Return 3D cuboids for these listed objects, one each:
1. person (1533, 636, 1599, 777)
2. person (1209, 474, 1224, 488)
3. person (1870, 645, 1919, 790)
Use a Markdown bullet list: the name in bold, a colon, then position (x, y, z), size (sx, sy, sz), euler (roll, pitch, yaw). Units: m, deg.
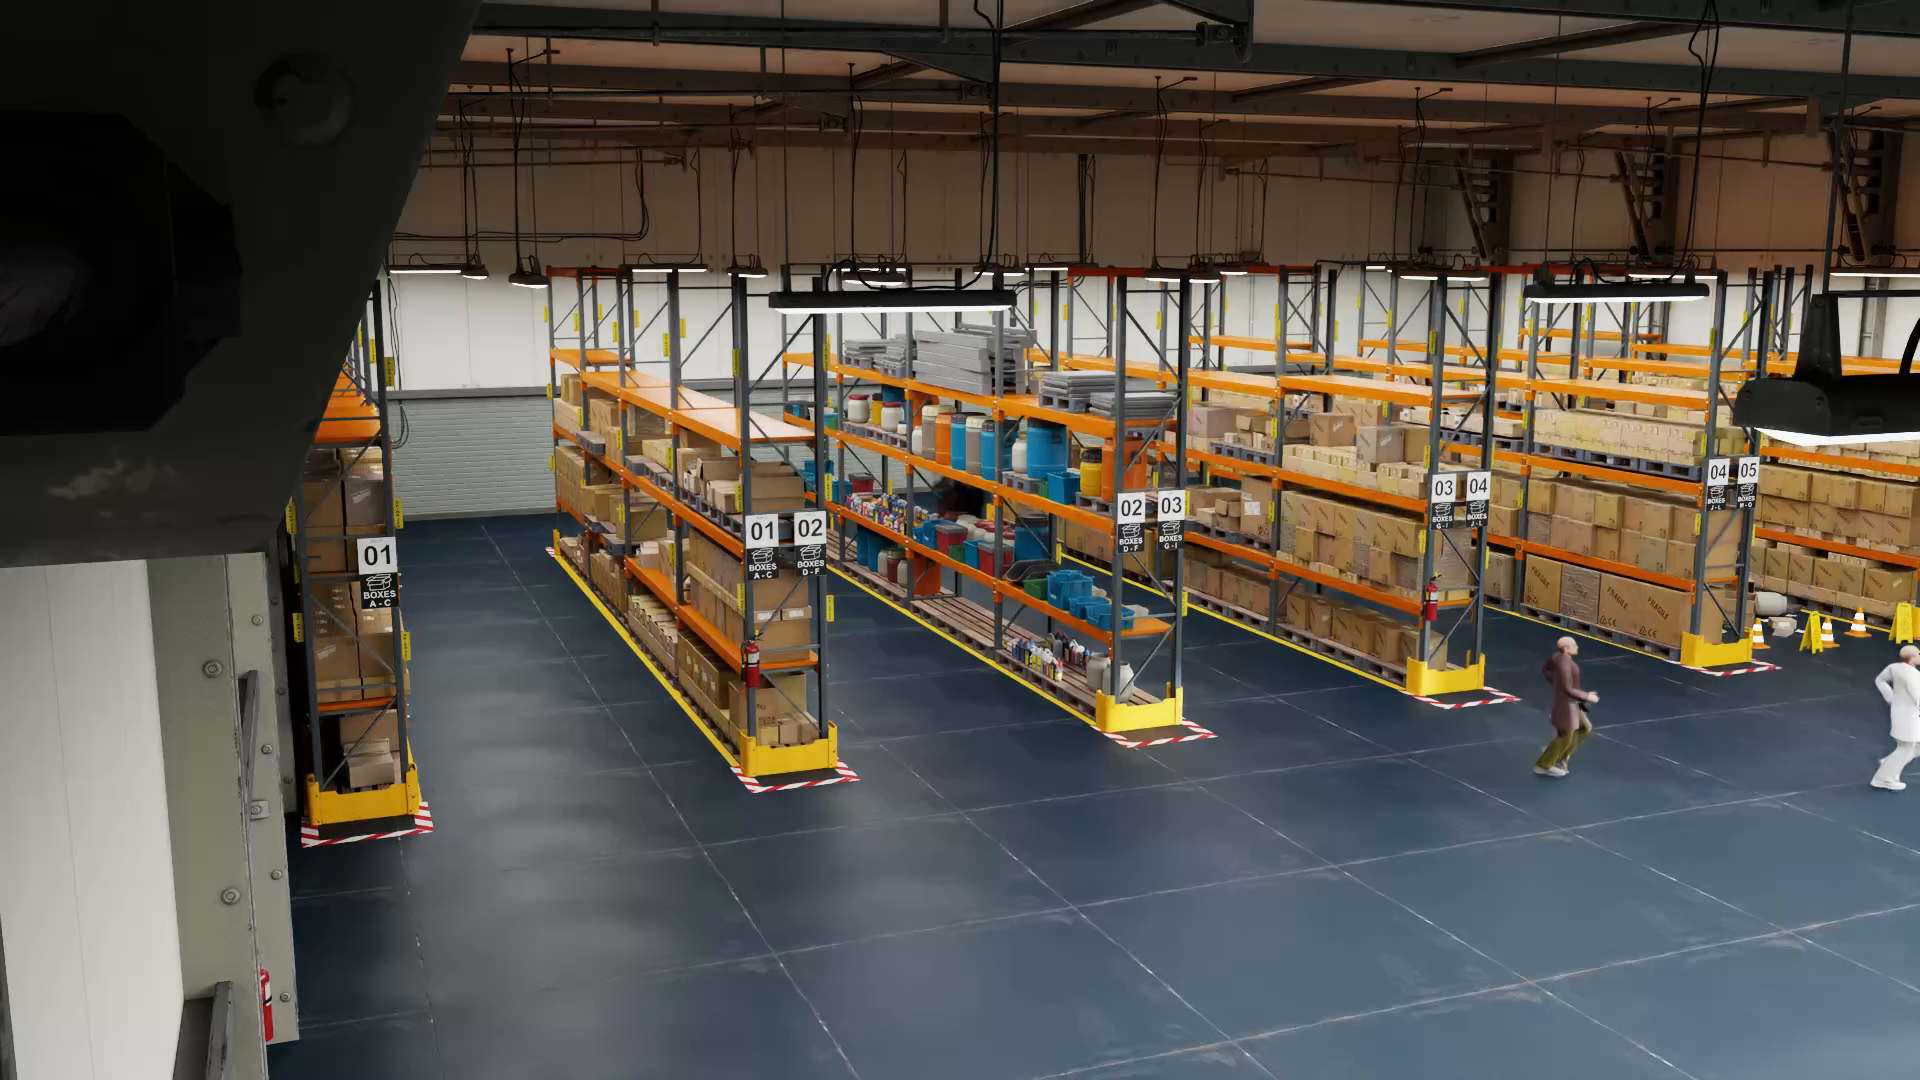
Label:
- **person**: position (7.341, 2.009, 20.108), size (0.688, 1.743, 0.720), euler (2, 10, 13)
- **person**: position (6.434, -1.620, 41.644), size (0.486, 1.493, 0.603), euler (6, 12, 32)
- **person**: position (11.165, 2.090, 19.559), size (0.709, 1.745, 0.685), euler (2, 10, 12)
